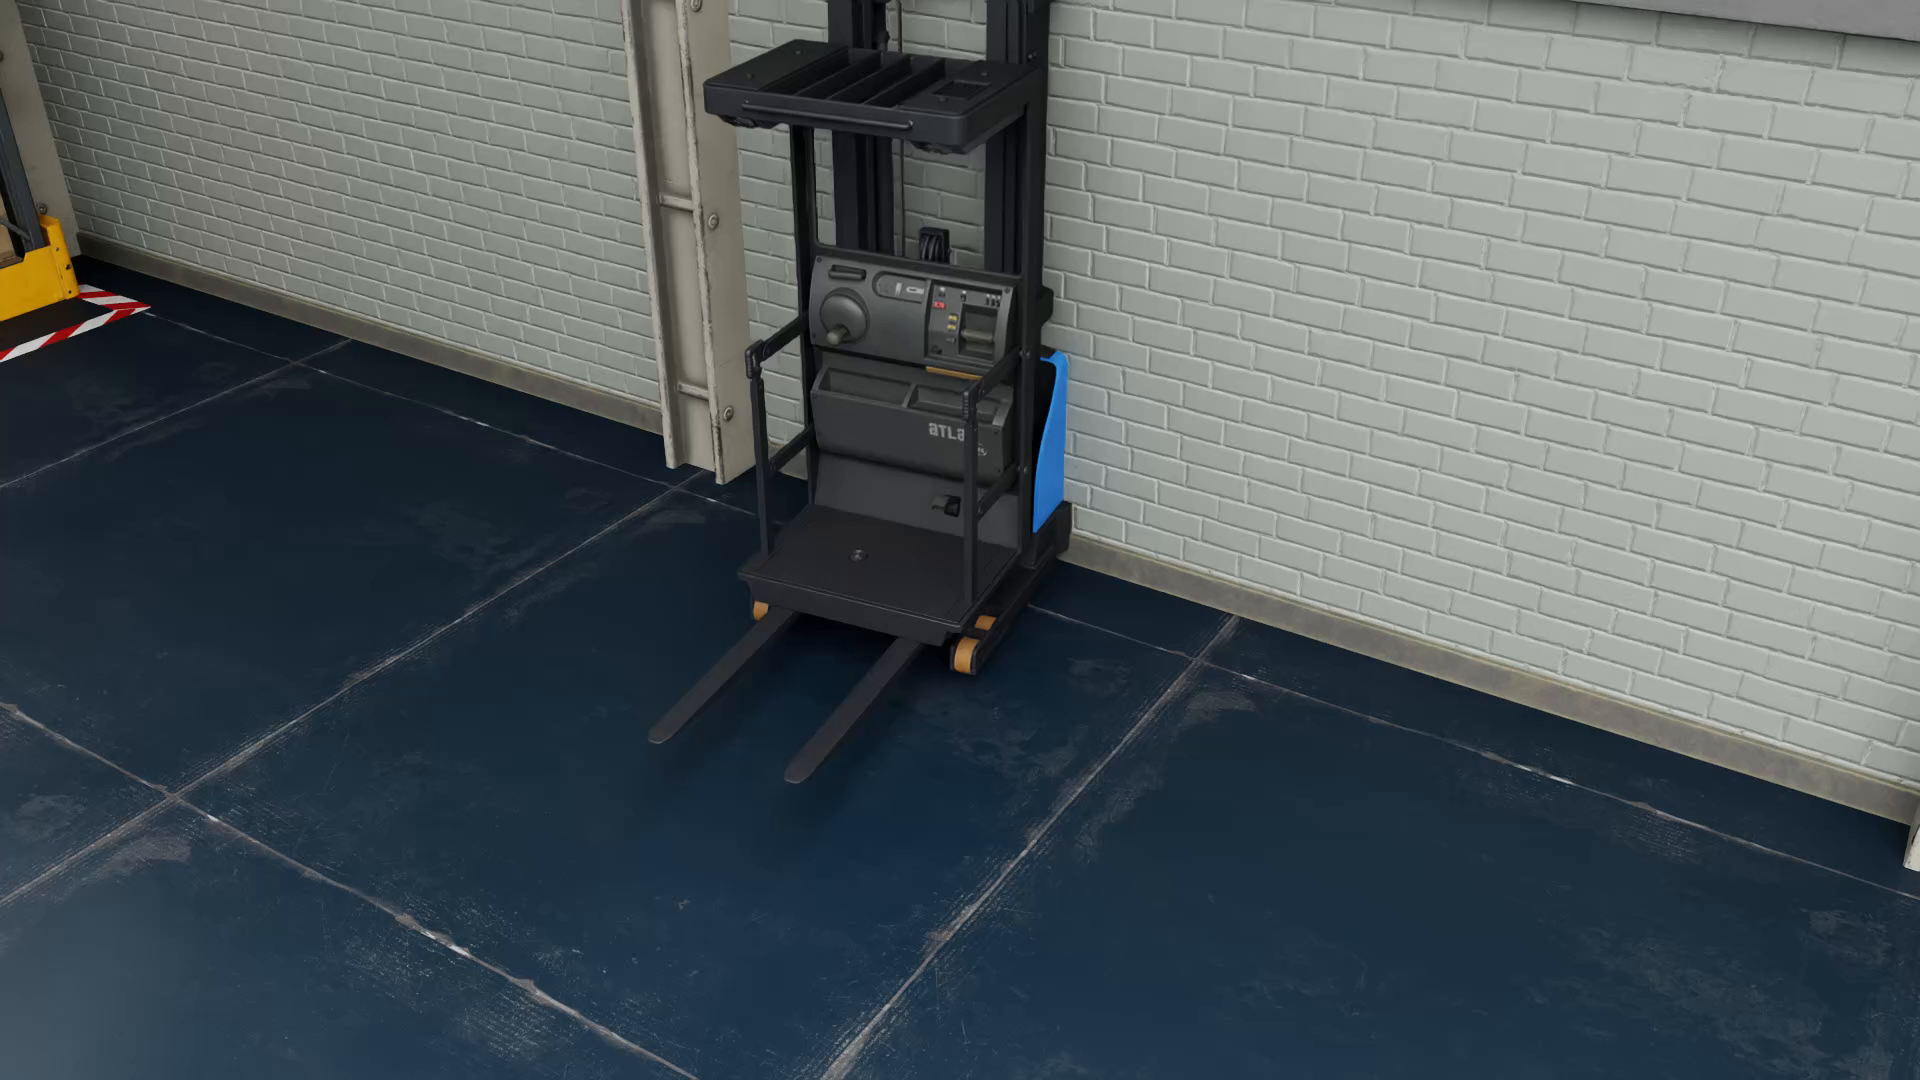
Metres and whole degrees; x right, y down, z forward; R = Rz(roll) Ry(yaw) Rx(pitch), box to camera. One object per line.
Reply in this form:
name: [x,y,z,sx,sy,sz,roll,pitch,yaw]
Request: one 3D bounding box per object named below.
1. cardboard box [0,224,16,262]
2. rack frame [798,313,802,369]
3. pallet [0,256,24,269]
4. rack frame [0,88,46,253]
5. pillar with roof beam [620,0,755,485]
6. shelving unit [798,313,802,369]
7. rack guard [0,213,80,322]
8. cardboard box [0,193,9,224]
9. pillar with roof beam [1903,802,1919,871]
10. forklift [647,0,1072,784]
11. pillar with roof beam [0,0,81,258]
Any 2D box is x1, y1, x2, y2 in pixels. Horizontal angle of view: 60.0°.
cardboard box: [-6.614,-1.949,10.926,0.500,0.250,0.500,18,35,28]
rack frame: [-0.619,-0.605,8.153,0.032,1.125,0.500,7,21,24]
pallet: [-6.972,-1.723,10.994,1.213,0.211,1.003,18,35,27]
rack frame: [-6.302,-2.740,9.970,0.127,3.000,1.000,18,35,27]
pillar with roof beam: [-3.620,-2.458,3.533,0.400,9.000,9.100,18,35,27]
shelving unit: [-0.159,-0.549,7.945,1.048,1.125,0.538,7,21,24]
rack guard: [-6.282,-1.654,10.589,0.348,0.500,1.175,18,35,27]
cardboard box: [-6.590,-2.165,10.799,0.500,0.250,0.500,18,35,28]
pillar with roof beam: [1.462,-0.851,0.778,0.400,9.000,9.100,18,35,27]
forklift: [-0.301,-0.924,6.926,1.130,2.935,3.031,13,33,20]
pillar with roof beam: [-8.701,-4.065,6.288,0.400,9.000,9.100,18,35,27]
